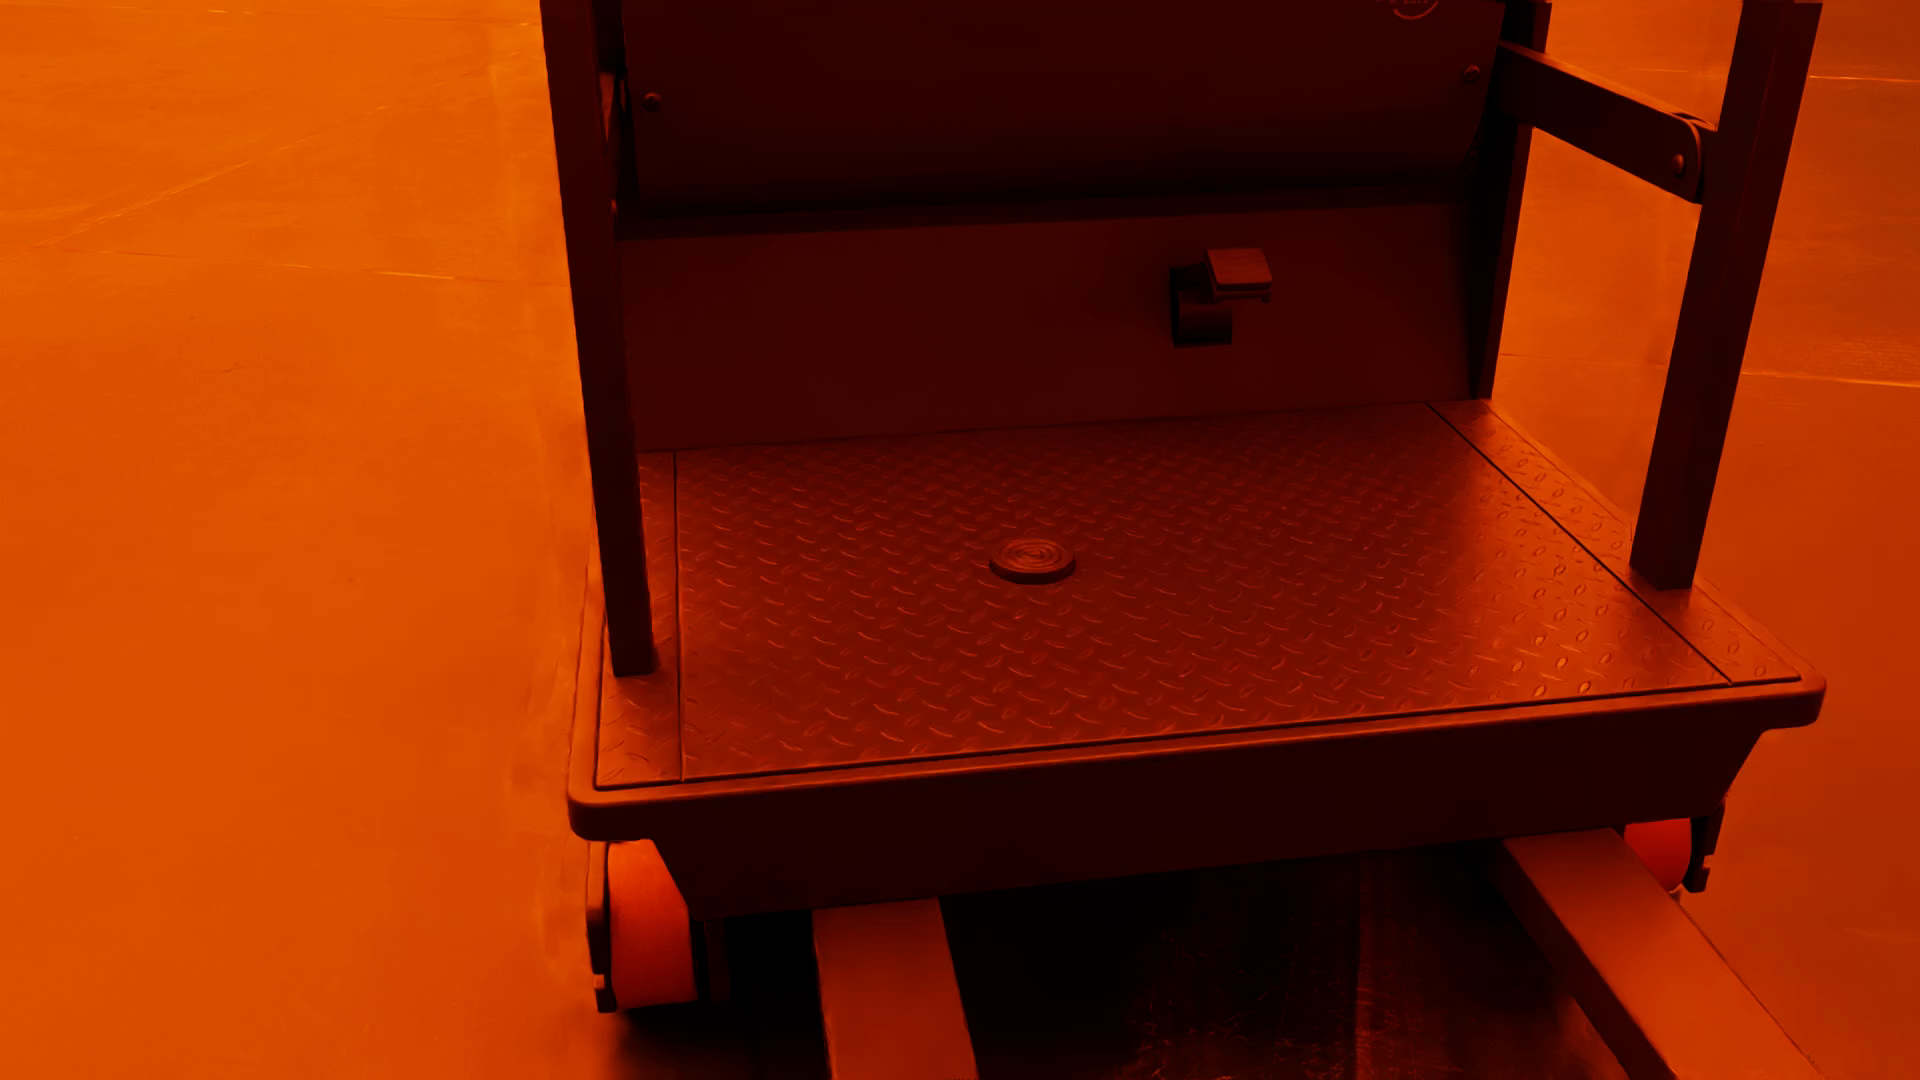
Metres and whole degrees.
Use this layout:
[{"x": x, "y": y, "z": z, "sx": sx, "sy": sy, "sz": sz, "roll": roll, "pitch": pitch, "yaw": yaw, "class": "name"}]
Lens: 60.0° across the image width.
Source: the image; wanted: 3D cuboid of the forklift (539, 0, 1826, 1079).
[{"x": 0.153, "y": -1.032, "z": 1.292, "sx": 1.130, "sy": 2.935, "sz": 3.031, "roll": -4, "pitch": 27, "yaw": -8, "class": "forklift"}]
